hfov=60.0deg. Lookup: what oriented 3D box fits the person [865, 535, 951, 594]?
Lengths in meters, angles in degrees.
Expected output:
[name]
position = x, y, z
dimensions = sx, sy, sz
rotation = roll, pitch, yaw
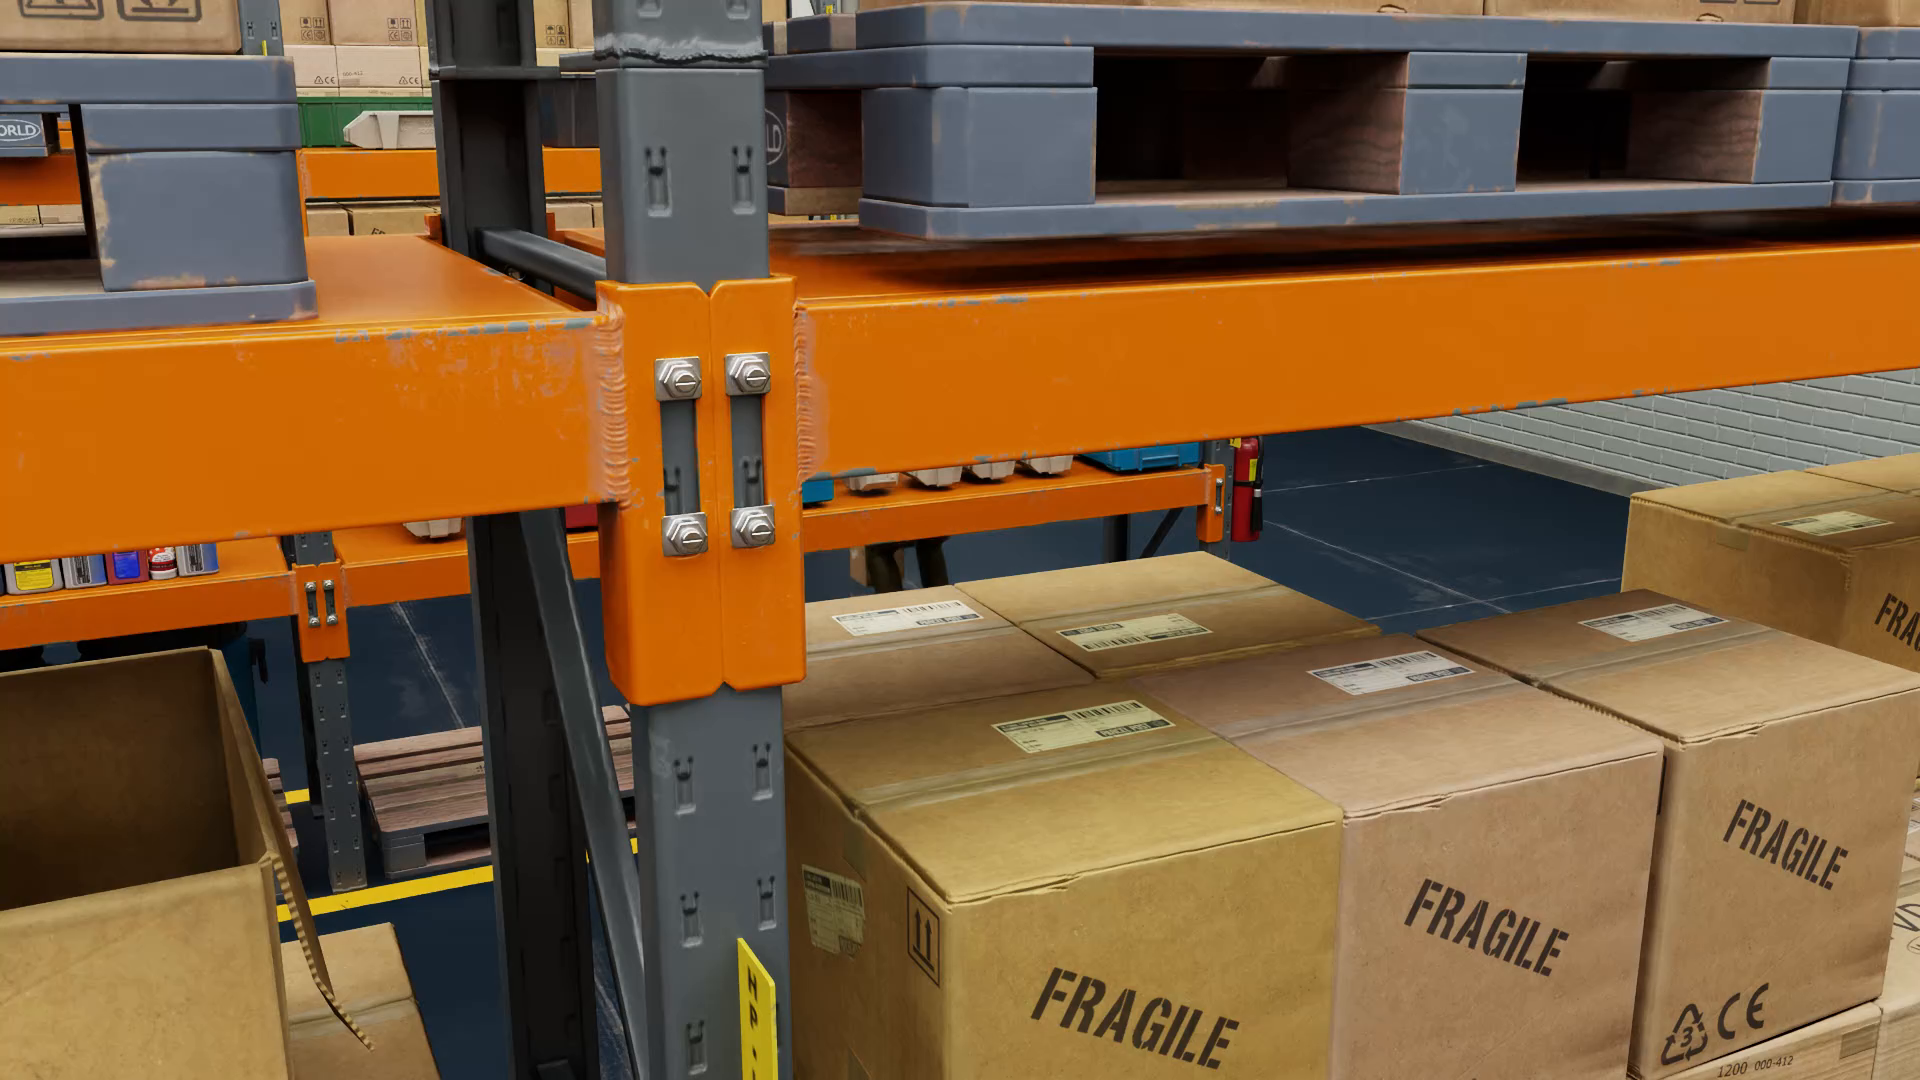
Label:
[person]
position = -0.296, -0.246, 9.355
dimensions = 0.612, 1.653, 0.516
rotation = -7, 16, -24
